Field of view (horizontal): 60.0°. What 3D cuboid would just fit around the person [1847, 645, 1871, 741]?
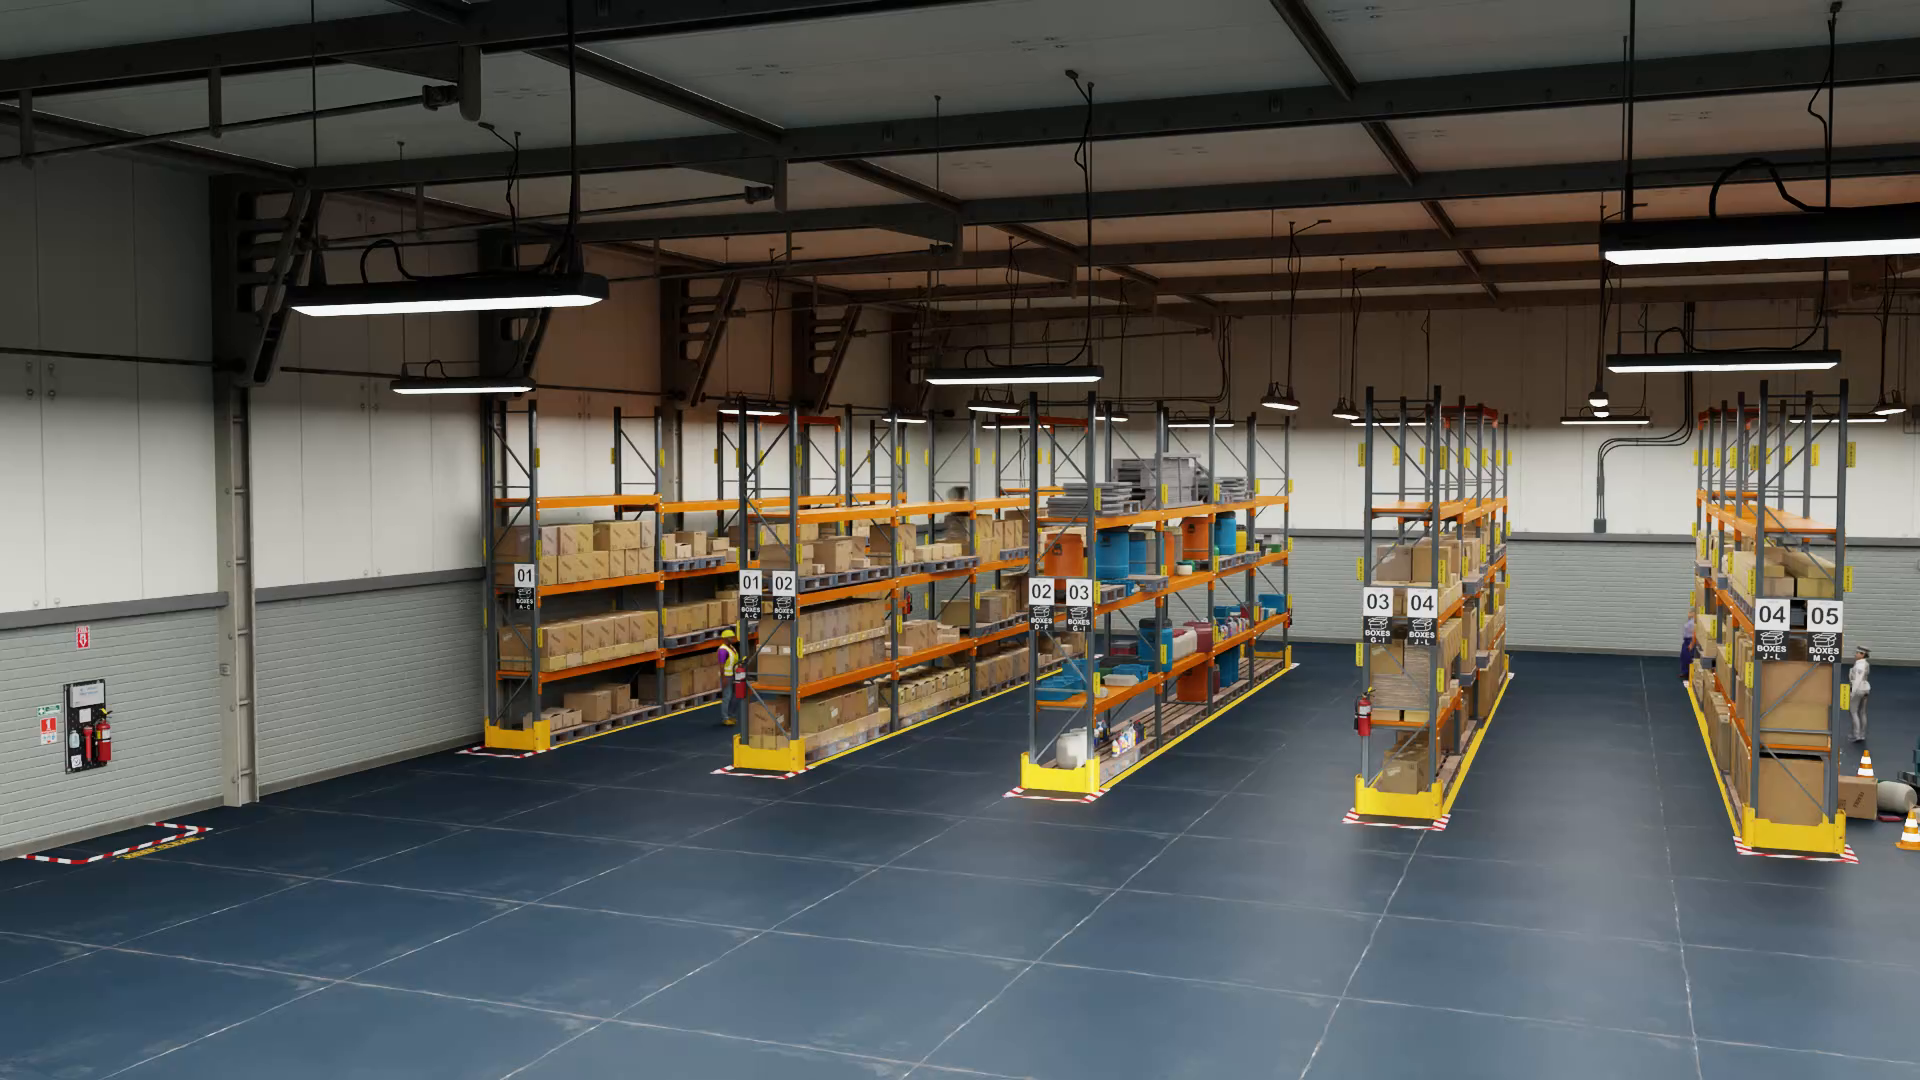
[{"bbox_3d":[15.950,2.723,29.538,0.550,1.718,0.386,-2,3,-33],"label":"person"}]

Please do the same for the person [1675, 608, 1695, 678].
[{"bbox_3d":[16.538,2.332,37.515,0.693,1.611,0.550,1,3,19],"label":"person"}]

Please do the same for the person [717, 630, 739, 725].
[{"bbox_3d":[-4.348,2.615,31.315,0.401,1.848,0.634,1,3,22],"label":"person"}]
